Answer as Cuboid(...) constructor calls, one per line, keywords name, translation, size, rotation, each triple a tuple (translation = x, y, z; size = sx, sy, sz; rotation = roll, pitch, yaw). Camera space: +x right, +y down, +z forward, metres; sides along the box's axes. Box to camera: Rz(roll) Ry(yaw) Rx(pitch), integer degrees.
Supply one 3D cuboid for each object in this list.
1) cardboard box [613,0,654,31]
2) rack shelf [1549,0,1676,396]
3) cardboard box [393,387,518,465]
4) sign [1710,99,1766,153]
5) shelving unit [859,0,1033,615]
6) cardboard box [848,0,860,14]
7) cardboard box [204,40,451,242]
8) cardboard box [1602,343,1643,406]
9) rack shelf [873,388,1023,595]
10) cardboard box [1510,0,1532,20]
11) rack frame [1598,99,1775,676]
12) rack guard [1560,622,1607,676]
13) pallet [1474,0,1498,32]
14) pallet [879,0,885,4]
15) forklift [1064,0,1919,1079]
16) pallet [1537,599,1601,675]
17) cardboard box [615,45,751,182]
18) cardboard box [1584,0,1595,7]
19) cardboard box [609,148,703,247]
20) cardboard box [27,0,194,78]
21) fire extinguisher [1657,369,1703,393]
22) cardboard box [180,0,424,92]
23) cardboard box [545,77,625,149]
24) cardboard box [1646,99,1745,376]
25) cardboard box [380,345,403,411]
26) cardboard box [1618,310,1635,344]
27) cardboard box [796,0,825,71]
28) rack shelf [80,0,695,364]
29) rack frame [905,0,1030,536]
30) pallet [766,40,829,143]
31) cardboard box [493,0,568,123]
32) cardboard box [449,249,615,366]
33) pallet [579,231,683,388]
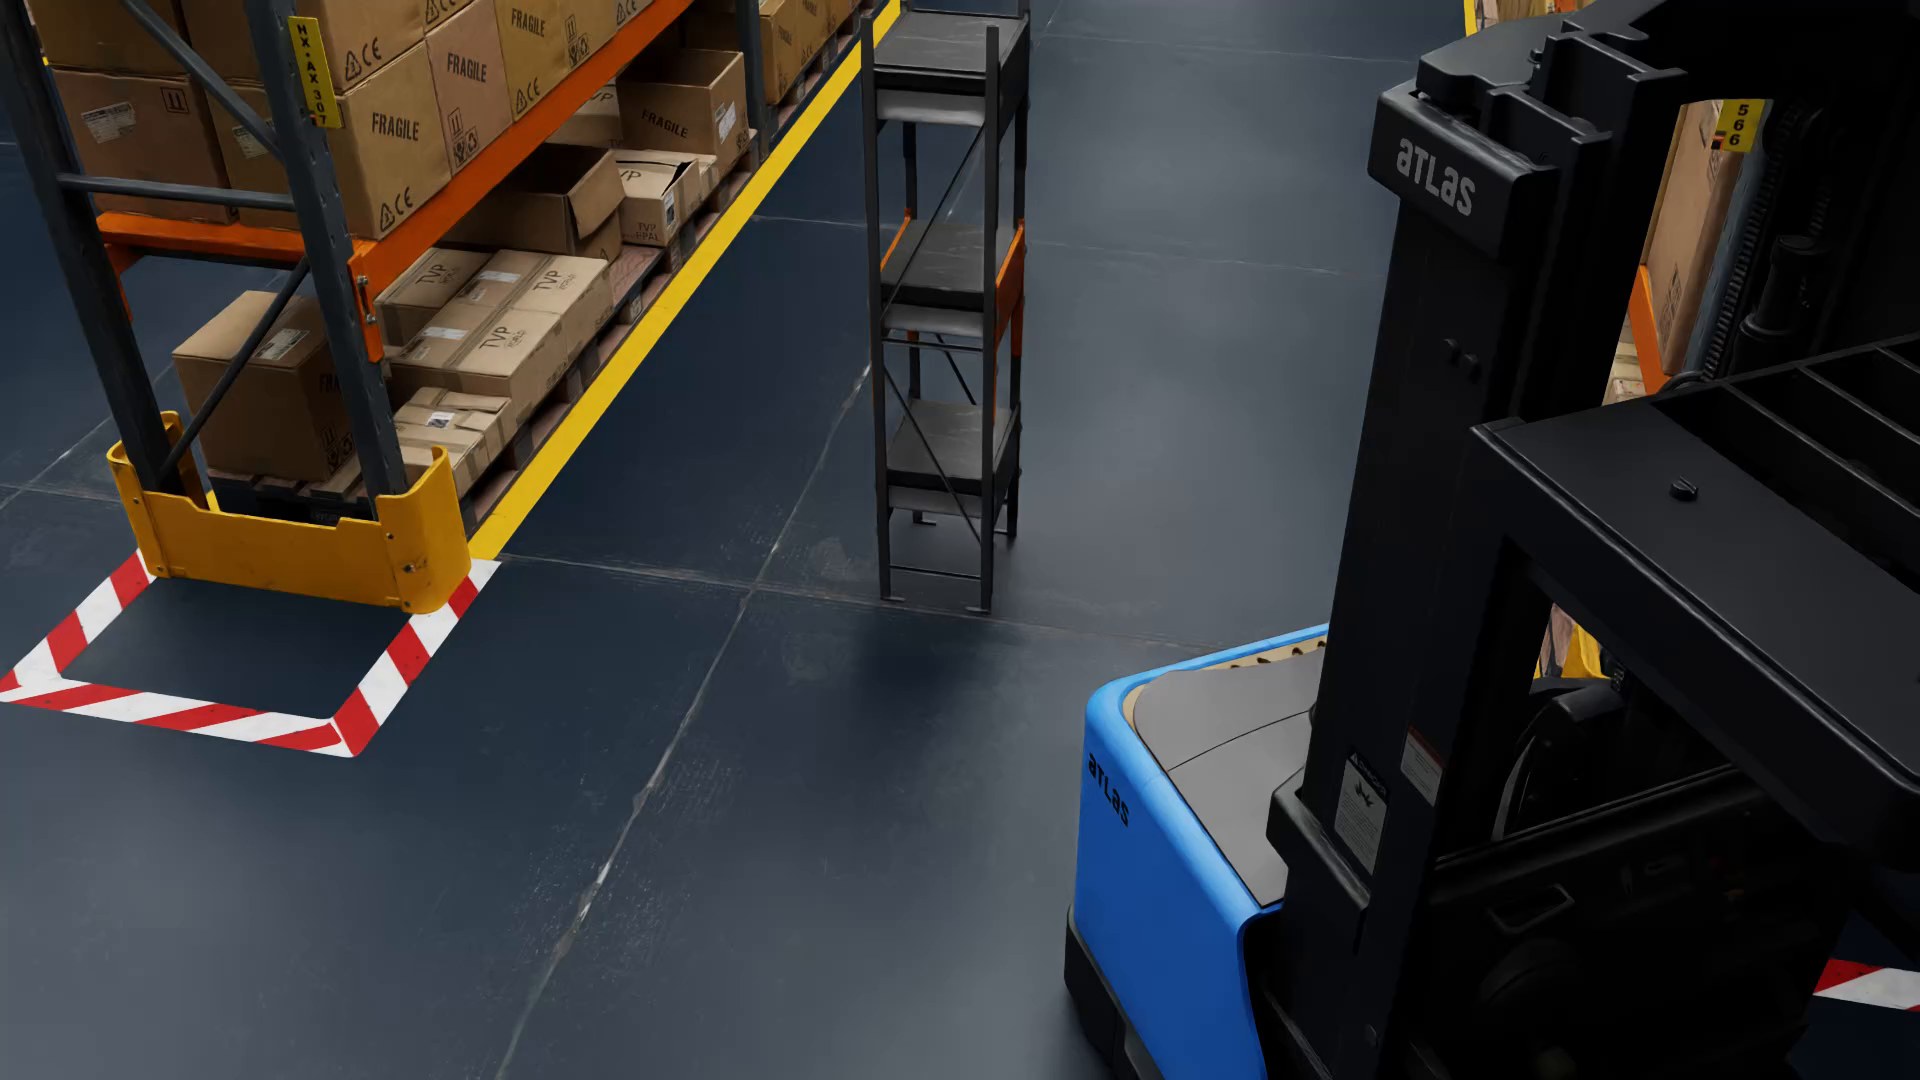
Cuboid(name="cardboard box", translation=(-1.624, -2.496, 7.053), size=(0.500, 0.500, 0.500), rotation=(8, 37, 11))
Cuboid(name="rack shelf", translation=(2.861, -1.308, 6.112), size=(1.077, 0.370, 4.000), rotation=(7, 37, 10))
Cuboid(name="cardboard box", translation=(-1.927, -0.443, 6.345), size=(0.380, 0.166, 0.250), rotation=(7, 37, 10))
Cuboid(name="sign", translation=(1.907, -1.094, 4.015), size=(0.100, 0.325, 0.005), rotation=(7, 37, 10))
Cuboid(name="shelving unit", translation=(-0.035, -0.755, 5.503), size=(0.431, 2.100, 0.503), rotation=(7, 37, 10))
Cuboid(name="cardboard box", translation=(-0.885, -3.660, 10.500), size=(0.500, 0.500, 0.500), rotation=(6, 36, 8))
Cuboid(name="cardboard box", translation=(-2.054, -1.334, 5.449), size=(0.500, 0.500, 0.500), rotation=(8, 37, 11))
Cuboid(name="cardboard box", translation=(2.389, -0.531, 5.645), size=(0.380, 0.149, 0.250), rotation=(8, 37, 11))
Cuboid(name="rack shelf", translation=(-0.035, -0.177, 5.922), size=(0.431, 0.518, 0.480), rotation=(7, 37, 10))
Cuboid(name="cardboard box", translation=(3.487, -2.945, 9.231), size=(0.750, 0.750, 0.750), rotation=(8, 37, 11))
Cuboid(name="rack frame", translation=(2.434, -0.453, 4.319), size=(1.000, 3.000, 0.127), rotation=(7, 37, 10))
Cuboid(name="rack guard", translation=(2.429, 0.573, 5.034), size=(1.175, 0.500, 0.348), rotation=(7, 37, 10))
Cuboid(name="pallet", translation=(3.901, -3.468, 10.855), size=(1.003, 0.211, 1.213), rotation=(7, 37, 10))
Cuboid(name="pallet", translation=(-0.894, -4.106, 11.735), size=(1.003, 0.211, 1.213), rotation=(7, 37, 10))
Cuboid(name="forklift", translation=(1.295, 0.729, 2.746), size=(1.130, 2.935, 3.031), rotation=(-13, 38, -17))
Cuboid(name="pallet", translation=(2.529, 0.208, 5.783), size=(1.003, 0.211, 1.213), rotation=(7, 37, 10))
Cuboid(name="cardboard box", translation=(-1.396, -2.169, 8.442), size=(0.500, 0.500, 0.500), rotation=(7, 37, 10))
Cuboid(name="cardboard box", translation=(2.996, -2.141, 6.392), size=(0.980, 0.700, 0.700), rotation=(6, 36, 9))
Cuboid(name="cardboard box", translation=(-1.556, -1.662, 7.904), size=(0.500, 0.311, 0.500), rotation=(7, 37, 10))
Cuboid(name="cardboard box", translation=(-2.580, -1.807, 5.250), size=(0.500, 0.500, 0.500), rotation=(7, 37, 10))
Cuboid(name="fire extinguisher", translation=(1.951, -0.242, 4.412), size=(0.296, 0.674, 0.183), rotation=(7, 37, 10))
Cuboid(name="cardboard box", translation=(-2.054, -1.739, 5.155), size=(0.500, 0.500, 0.500), rotation=(8, 37, 11))
Cuboid(name="cardboard box", translation=(-1.853, -2.241, 8.702), size=(0.500, 0.311, 0.500), rotation=(7, 37, 10))
Cuboid(name="cardboard box", translation=(2.533, -0.868, 4.636), size=(0.980, 0.700, 0.700), rotation=(9, 37, 12))
Cuboid(name="cardboard box", translation=(-2.356, -0.666, 6.653), size=(0.380, 0.166, 0.250), rotation=(7, 37, 10))
Cuboid(name="cardboard box", translation=(2.700, -0.600, 6.294), size=(0.700, 0.500, 0.500), rotation=(6, 36, 8))
Cuboid(name="cardboard box", translation=(-1.107, -3.085, 9.706), size=(0.500, 0.500, 0.500), rotation=(8, 37, 11))
Cuboid(name="rack shelf", translation=(-1.979, -1.927, 6.966), size=(1.077, 0.370, 4.000), rotation=(7, 37, 10))
Cuboid(name="rack frame", translation=(0.017, -0.895, 5.696), size=(0.400, 2.100, 0.015), rotation=(7, 37, 10))
Cuboid(name="pallet", translation=(-1.415, -2.707, 9.805), size=(1.003, 0.211, 1.213), rotation=(7, 37, 10))
Cuboid(name="cardboard box", translation=(-1.839, -1.918, 6.254), size=(0.500, 0.500, 0.500), rotation=(7, 37, 10))
Cuboid(name="cardboard box", translation=(-1.799, -0.986, 7.023), size=(0.500, 0.250, 0.500), rotation=(7, 37, 10))
Cuboid(name="pallet", translation=(-1.958, -1.141, 7.644), size=(1.003, 0.211, 1.213), rotation=(7, 37, 10))
